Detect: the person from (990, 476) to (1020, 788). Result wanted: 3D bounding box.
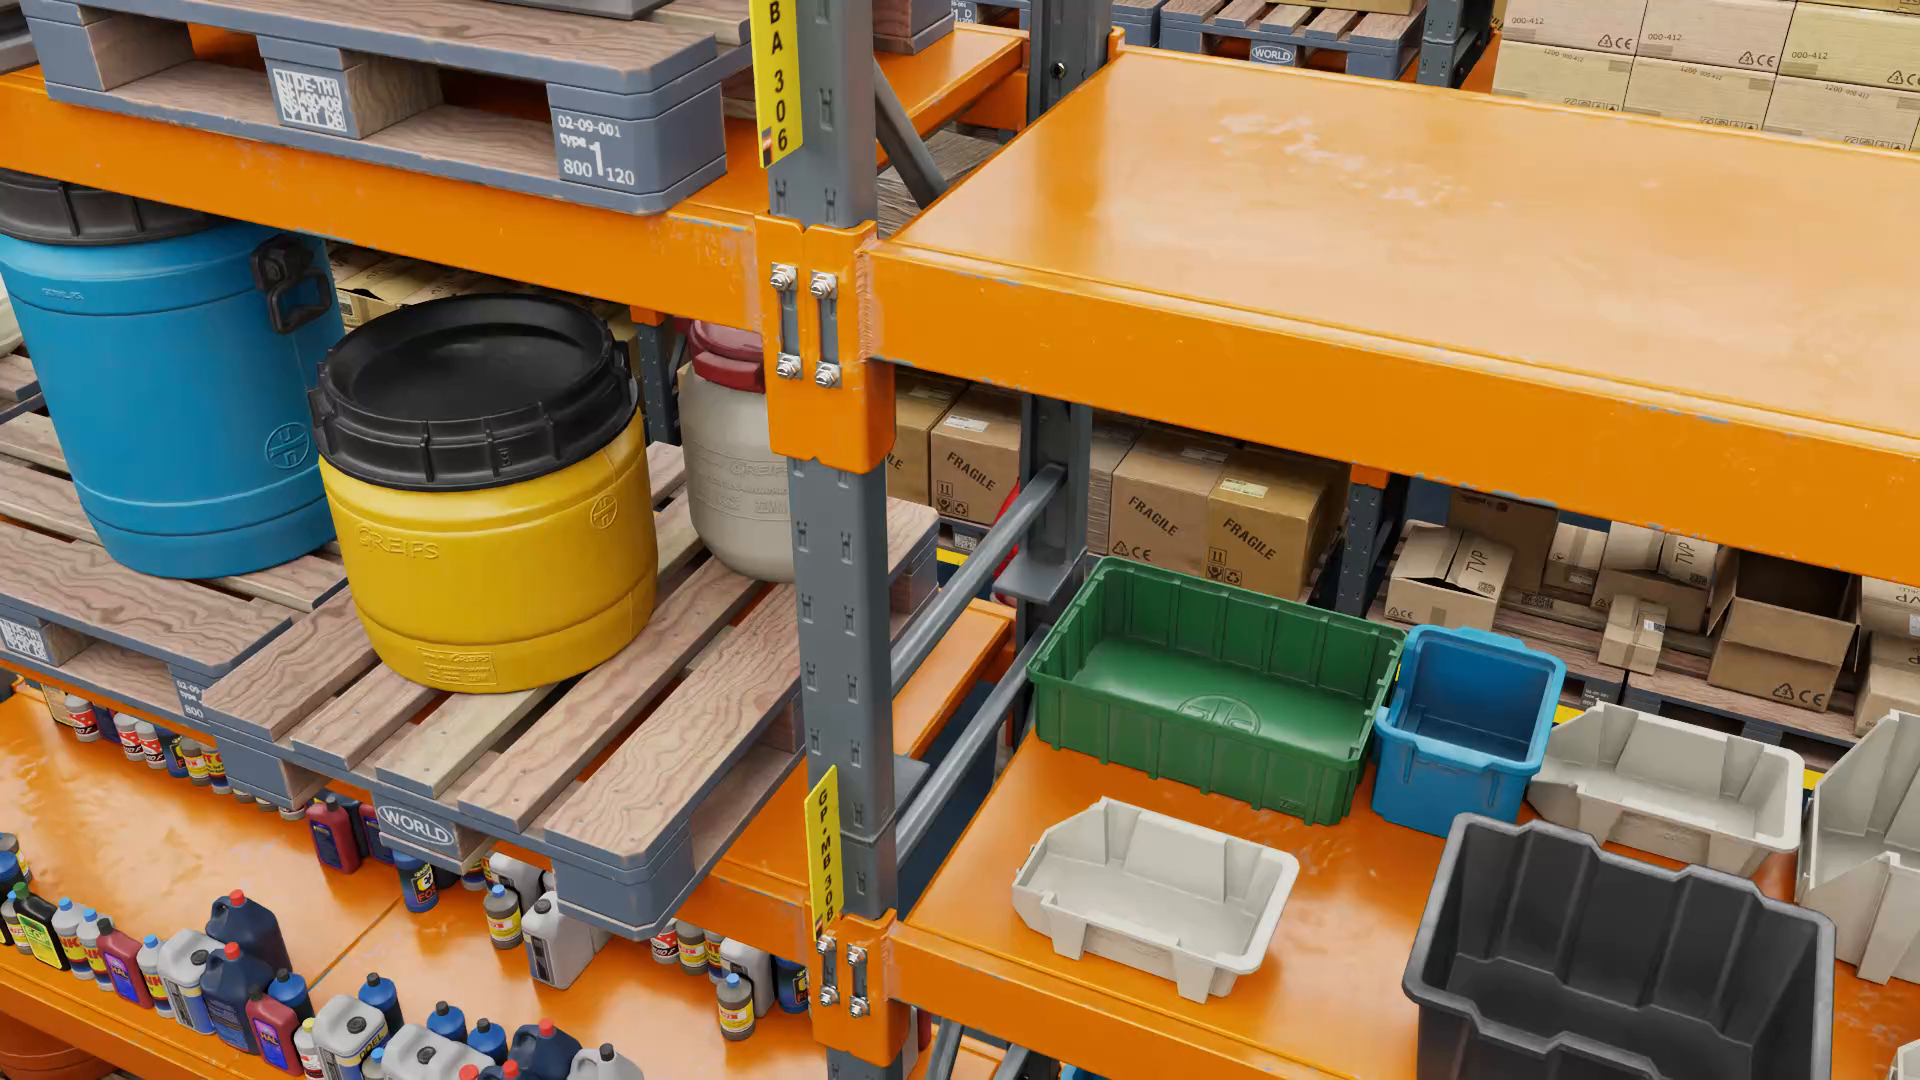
[{"bbox_3d":[0.350,0.341,6.974,0.431,1.733,0.539,14,36,20],"label":"person"}]
